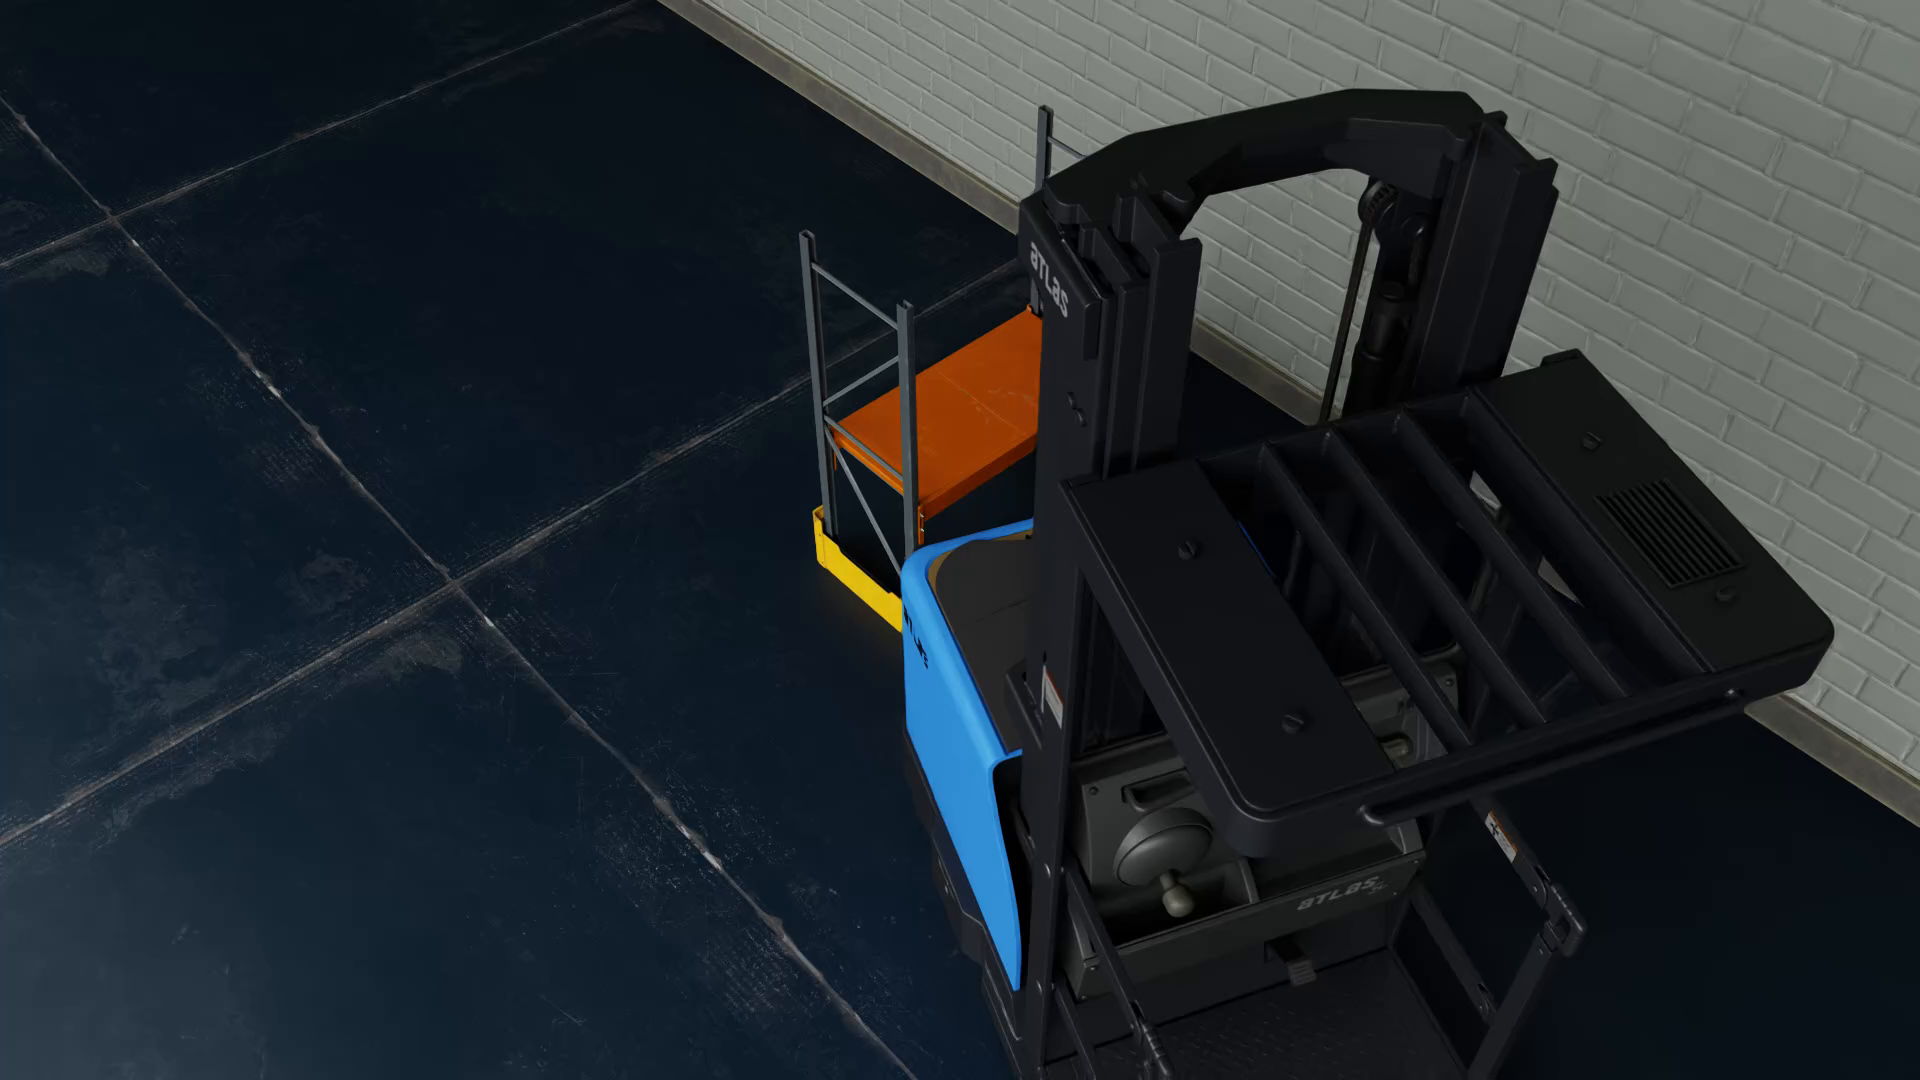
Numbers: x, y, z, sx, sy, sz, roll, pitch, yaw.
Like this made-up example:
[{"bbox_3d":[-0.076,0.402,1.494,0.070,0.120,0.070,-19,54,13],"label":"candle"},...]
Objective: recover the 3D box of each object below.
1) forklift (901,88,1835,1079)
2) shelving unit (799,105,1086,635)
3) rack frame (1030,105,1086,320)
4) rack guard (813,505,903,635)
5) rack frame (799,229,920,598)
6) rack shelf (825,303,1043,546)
[{"bbox_3d":[0.786,0.671,3.637,1.130,2.935,3.031,-15,49,-13],"label":"forklift"},{"bbox_3d":[0.056,-0.546,5.734,1.083,1.500,0.587,-34,56,-27],"label":"shelving unit"},{"bbox_3d":[0.439,-0.802,5.970,0.032,1.500,0.500,-34,56,-27],"label":"rack frame"},{"bbox_3d":[-0.312,0.124,5.966,0.087,0.250,0.587,-34,56,-27],"label":"rack guard"},{"bbox_3d":[-0.313,-0.299,5.506,0.032,1.500,0.500,-34,56,-27],"label":"rack frame"},{"bbox_3d":[0.063,-0.429,5.870,1.000,0.185,0.538,-34,56,-27],"label":"rack shelf"}]
